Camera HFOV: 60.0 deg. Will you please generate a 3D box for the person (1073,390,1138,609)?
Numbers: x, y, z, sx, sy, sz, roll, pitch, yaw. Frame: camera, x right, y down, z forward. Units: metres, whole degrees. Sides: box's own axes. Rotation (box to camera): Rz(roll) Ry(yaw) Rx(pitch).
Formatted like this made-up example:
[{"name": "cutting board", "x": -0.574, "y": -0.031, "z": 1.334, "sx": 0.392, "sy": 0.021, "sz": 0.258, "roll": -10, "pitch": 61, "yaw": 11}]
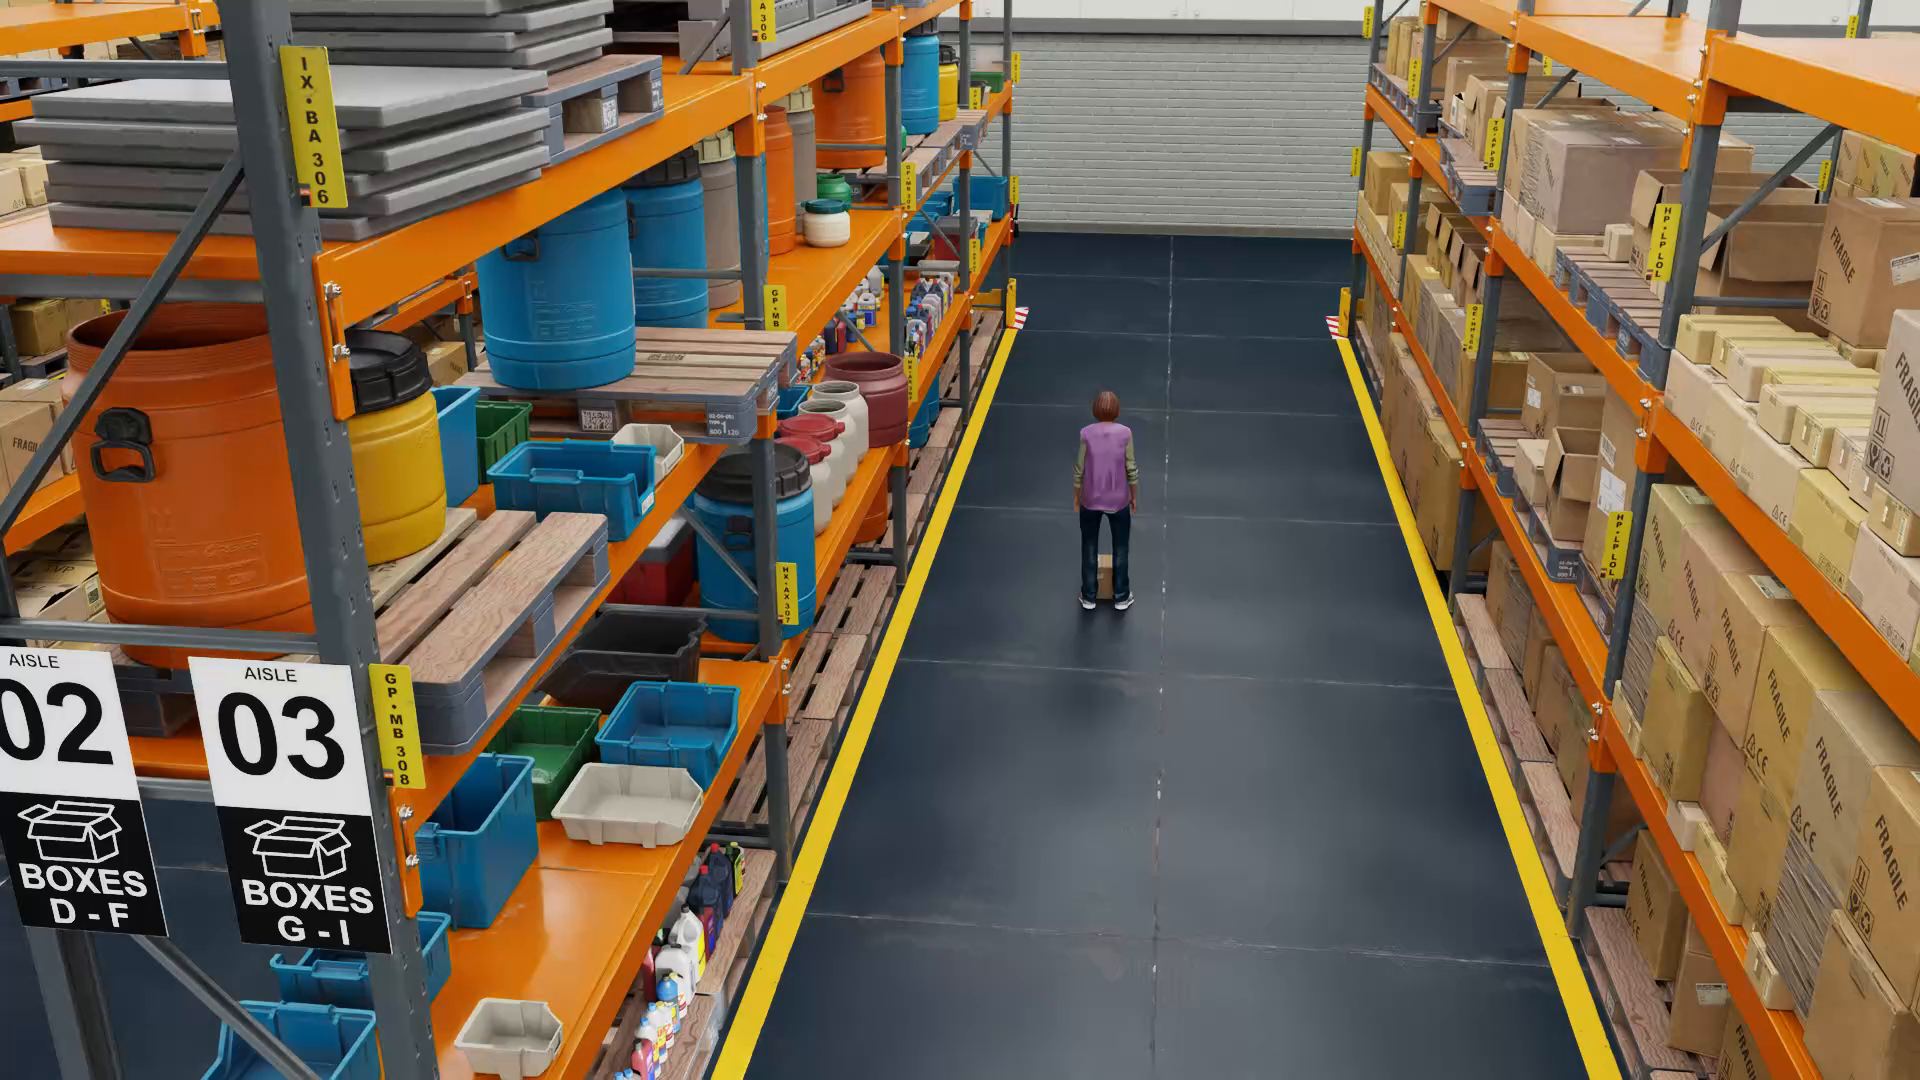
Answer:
[{"name": "person", "x": 1.027, "y": -0.269, "z": 11.783, "sx": 0.464, "sy": 1.592, "sz": 0.346, "roll": 2, "pitch": 22, "yaw": 6}]
